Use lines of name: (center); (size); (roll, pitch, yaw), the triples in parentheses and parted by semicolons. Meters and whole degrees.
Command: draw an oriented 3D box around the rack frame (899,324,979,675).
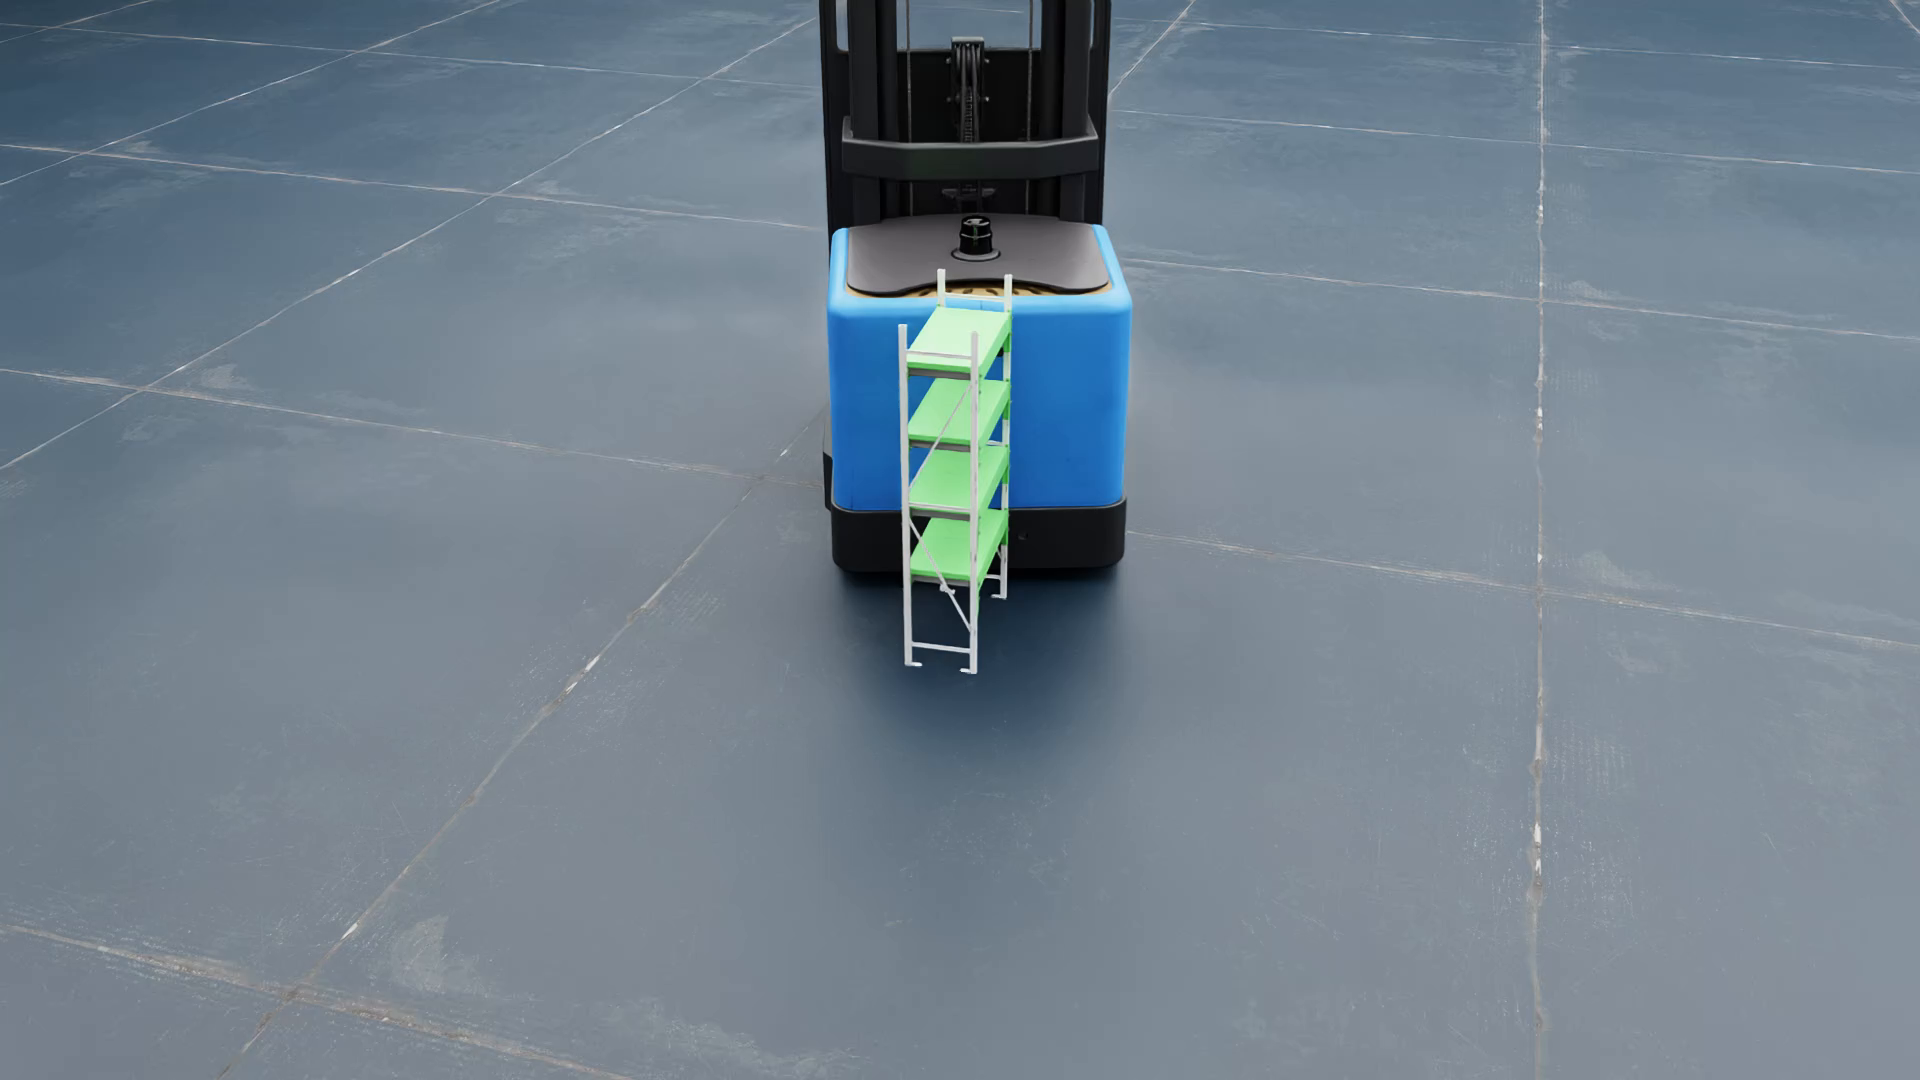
rack frame: (-0.063, -0.099, 5.194); (0.240, 1.200, 0.015); (6, 30, 11)

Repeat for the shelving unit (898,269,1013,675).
shelving unit: (-0.008, -0.215, 5.402); (0.258, 1.200, 0.503); (6, 30, 11)

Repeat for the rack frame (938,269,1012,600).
rack frame: (0.047, -0.330, 5.609); (0.240, 1.200, 0.015); (6, 30, 11)

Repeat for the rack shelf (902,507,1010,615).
rack shelf: (-0.008, 0.051, 5.549); (0.258, 0.148, 0.480); (6, 30, 11)

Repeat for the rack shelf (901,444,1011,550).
rack shelf: (-0.008, -0.159, 5.433); (0.258, 0.148, 0.480); (6, 30, 11)

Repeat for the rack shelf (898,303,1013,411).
rack shelf: (-0.008, -0.578, 5.199); (0.258, 0.148, 0.480); (6, 30, 11)

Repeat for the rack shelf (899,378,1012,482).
rack shelf: (-0.008, -0.369, 5.316); (0.258, 0.148, 0.480); (6, 30, 11)

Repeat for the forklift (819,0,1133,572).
forklift: (0.008, -1.847, 6.555); (1.130, 2.935, 3.031); (-1, 29, -2)
